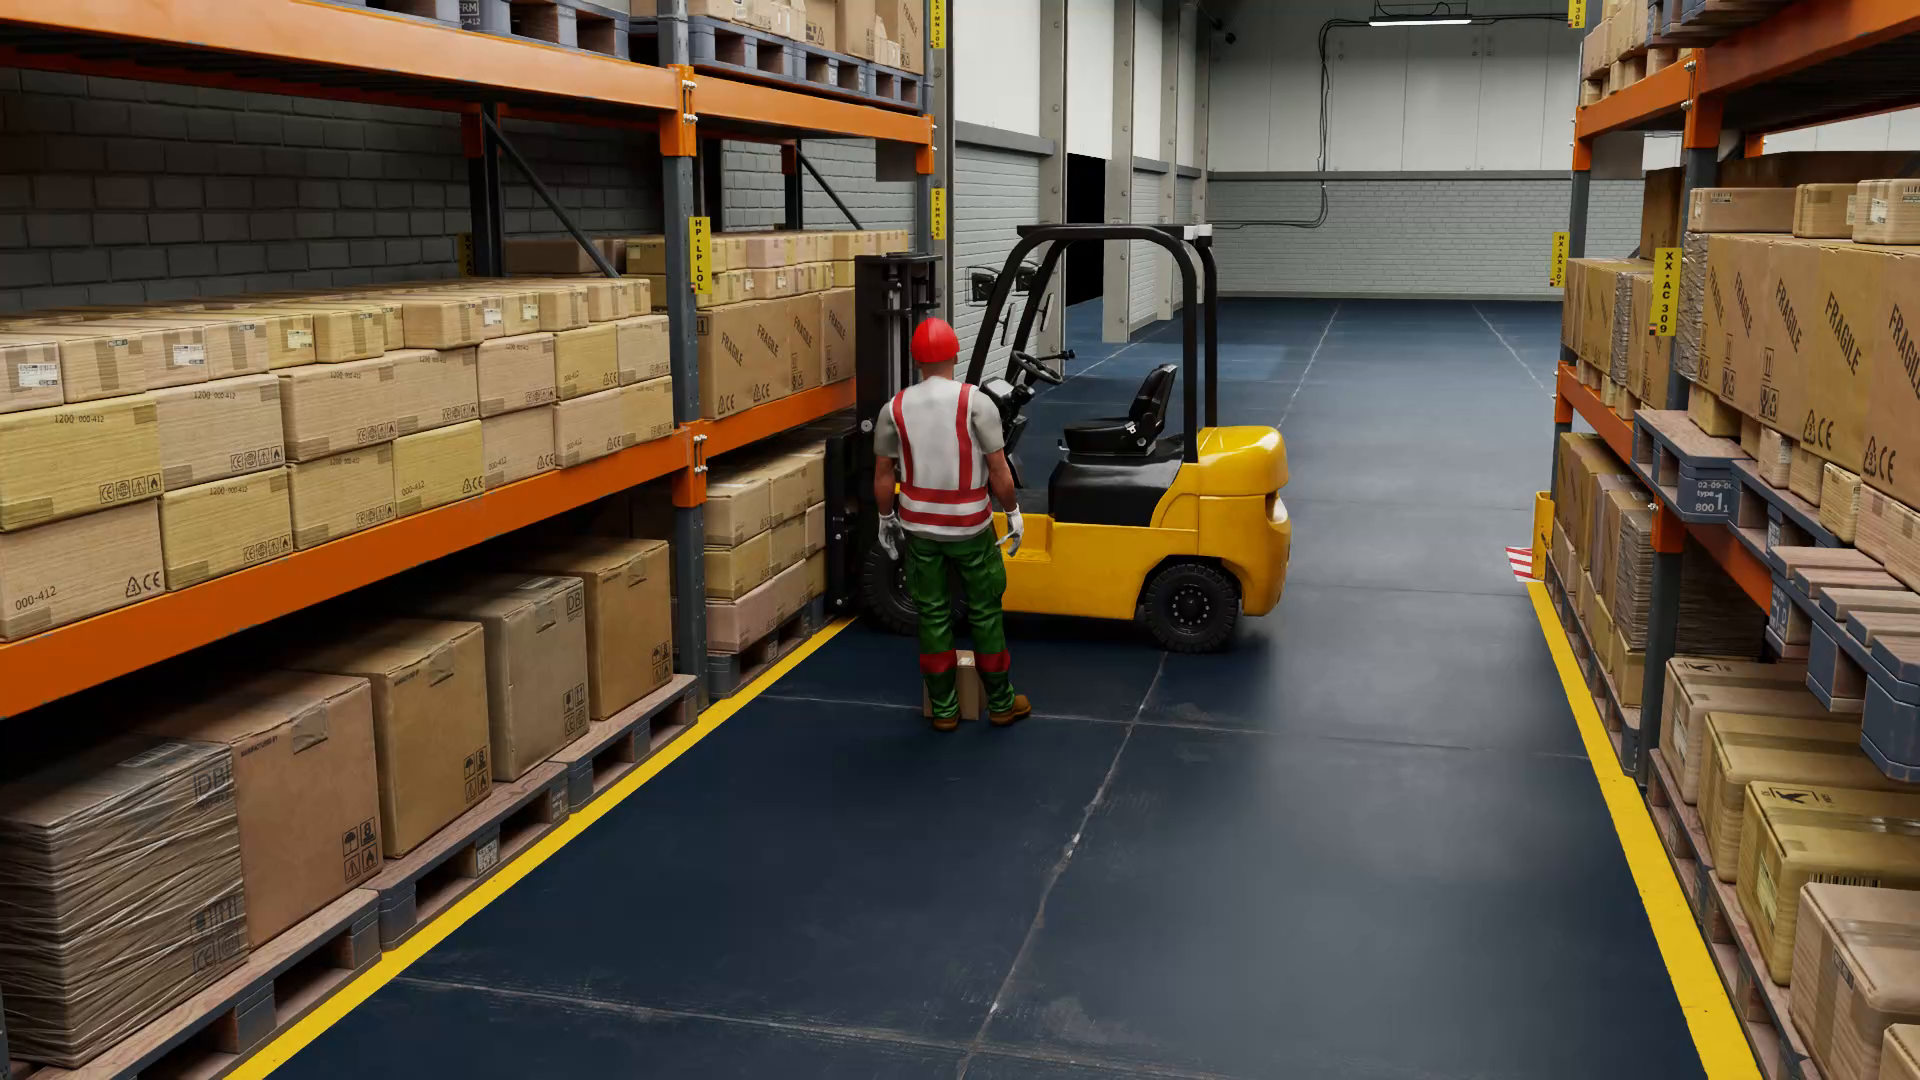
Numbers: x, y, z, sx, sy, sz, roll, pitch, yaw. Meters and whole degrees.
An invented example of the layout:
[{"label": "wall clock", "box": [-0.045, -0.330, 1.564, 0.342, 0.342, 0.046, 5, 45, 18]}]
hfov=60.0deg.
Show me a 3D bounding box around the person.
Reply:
[{"label": "person", "box": [-0.030, -0.071, 7.191, 0.638, 1.789, 0.562, 3, 12, 14]}]
